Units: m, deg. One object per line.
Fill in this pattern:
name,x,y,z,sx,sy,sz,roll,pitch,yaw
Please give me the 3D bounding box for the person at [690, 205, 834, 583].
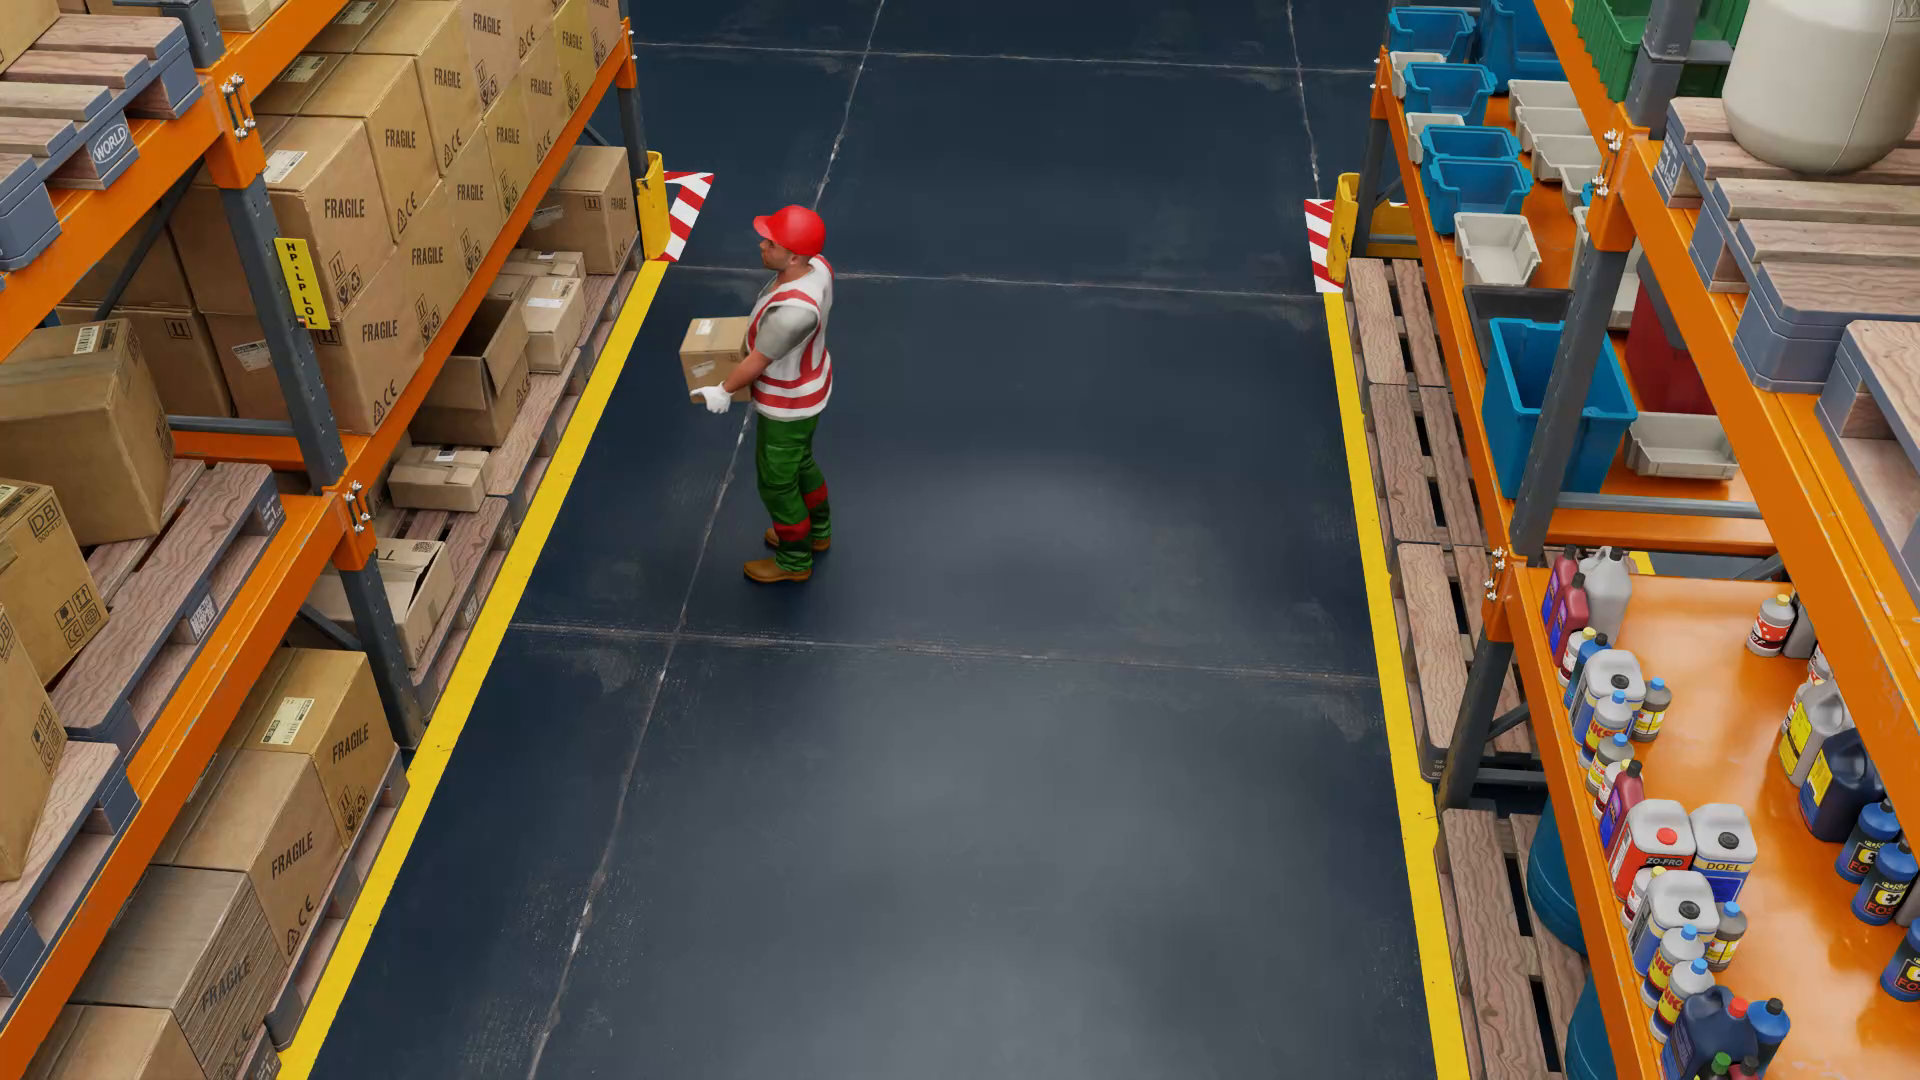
person,-0.795,-0.583,6.844,0.573,1.782,0.494,3,40,4
